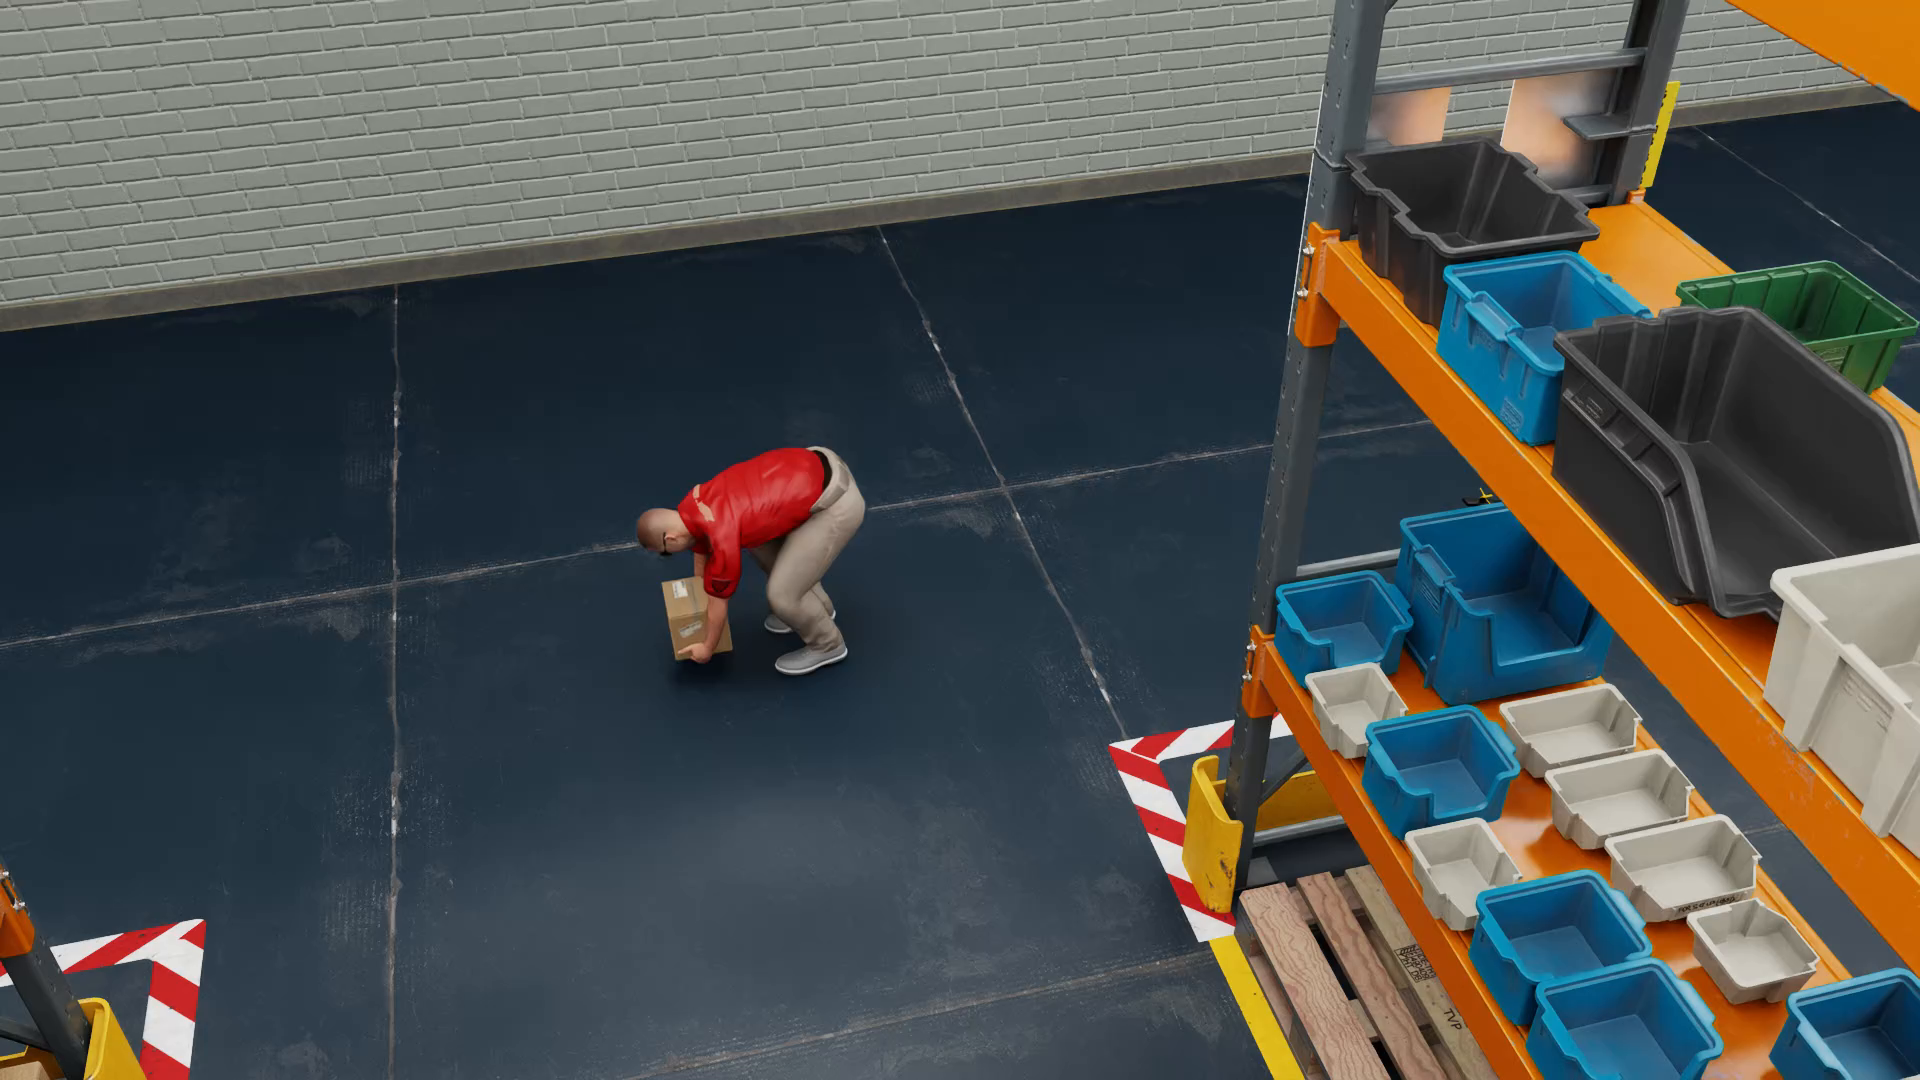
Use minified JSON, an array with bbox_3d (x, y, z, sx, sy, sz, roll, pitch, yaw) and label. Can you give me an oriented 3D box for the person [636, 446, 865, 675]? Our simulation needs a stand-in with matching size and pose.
[{"bbox_3d":[-0.884,0.108,7.182,0.961,1.002,0.524,-11,39,-14],"label":"person"}]
